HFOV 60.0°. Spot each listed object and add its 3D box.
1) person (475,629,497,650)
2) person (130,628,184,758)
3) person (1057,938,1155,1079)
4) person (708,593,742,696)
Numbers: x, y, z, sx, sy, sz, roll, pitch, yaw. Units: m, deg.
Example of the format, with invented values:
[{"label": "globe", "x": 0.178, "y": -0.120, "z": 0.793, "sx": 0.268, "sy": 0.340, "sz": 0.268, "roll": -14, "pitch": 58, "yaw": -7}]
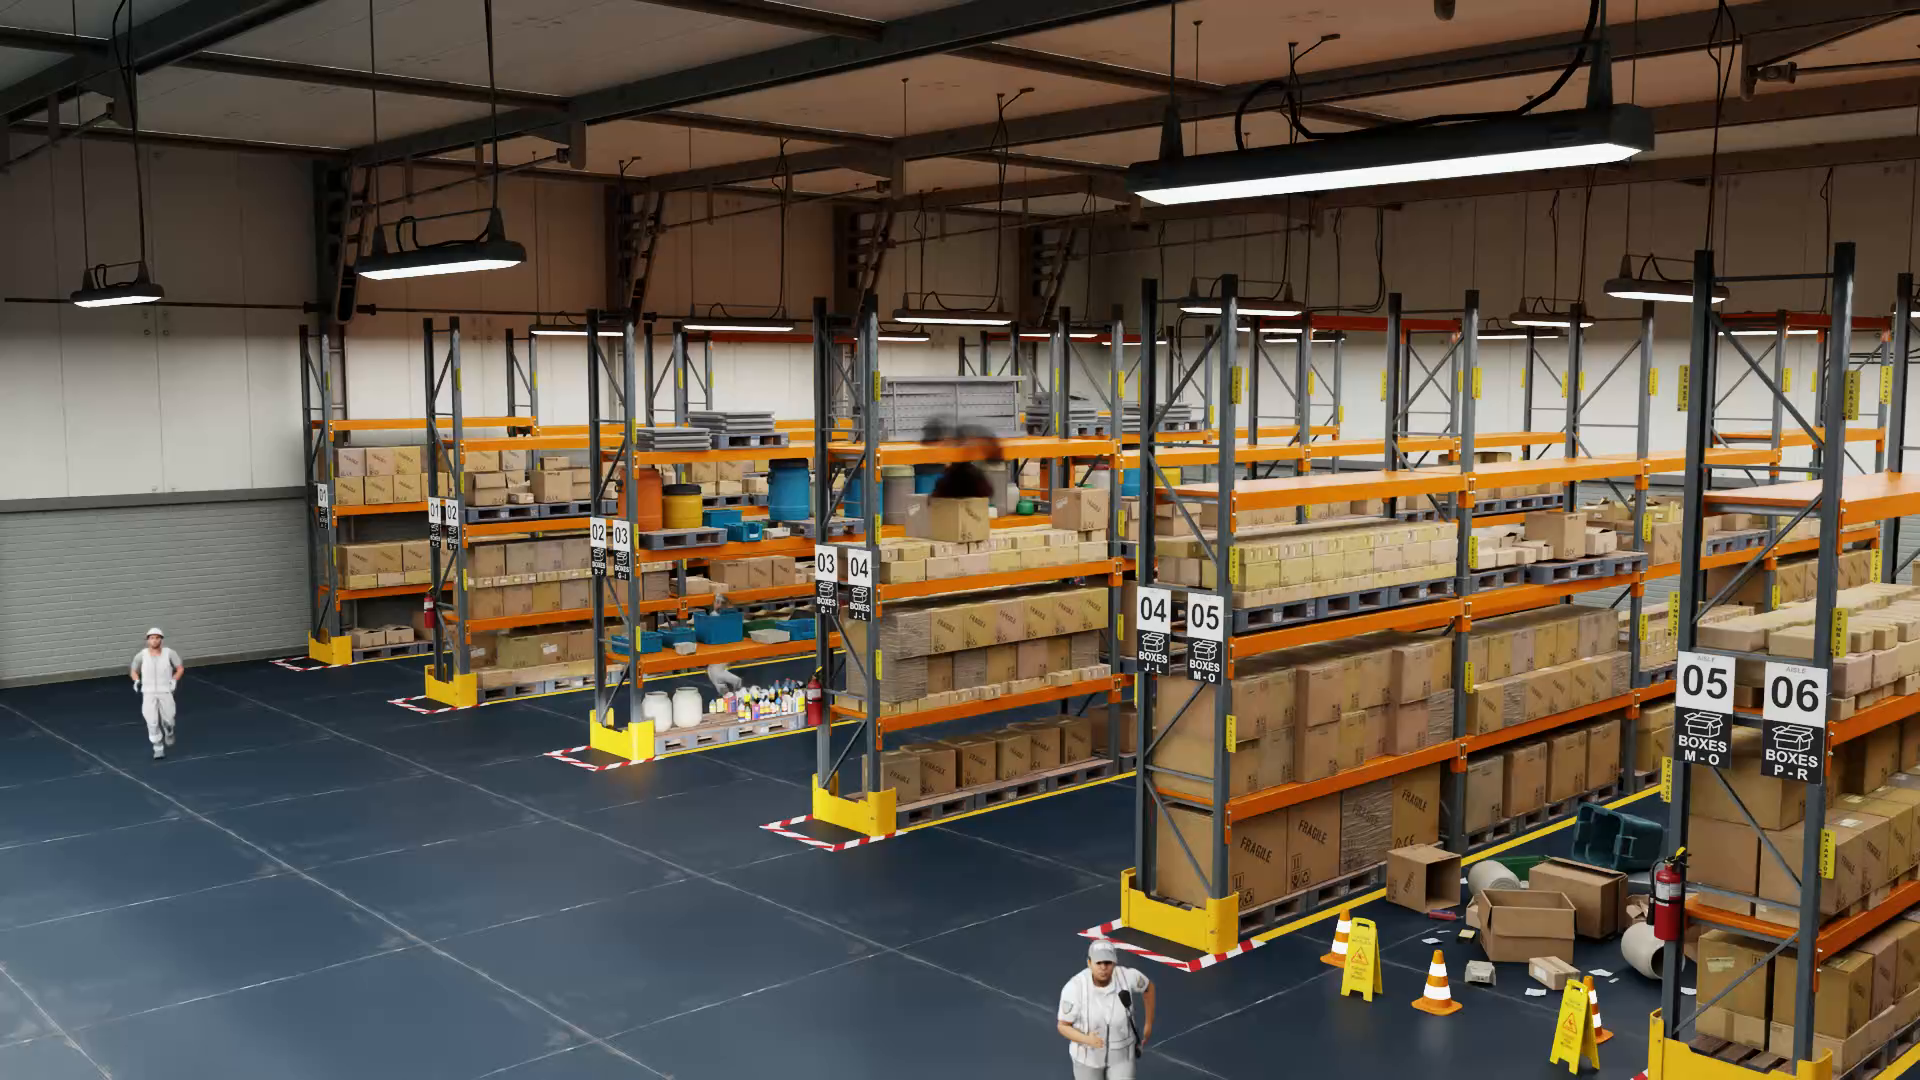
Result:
[{"label": "person", "x": -8.147, "y": 1.473, "z": 28.657, "sx": 0.539, "sy": 1.598, "sz": 0.871, "roll": 3, "pitch": 6, "yaw": 25}, {"label": "person", "x": -10.788, "y": 2.044, "z": 22.356, "sx": 0.653, "sy": 1.737, "sz": 0.621, "roll": -2, "pitch": 6, "yaw": -21}, {"label": "person", "x": 0.931, "y": 3.288, "z": 10.503, "sx": 0.640, "sy": 1.617, "sz": 0.736, "roll": 0, "pitch": 6, "yaw": -1}, {"label": "person", "x": -3.763, "y": 1.691, "z": 25.911, "sx": 0.674, "sy": 1.745, "sz": 0.581, "roll": 5, "pitch": 7, "yaw": 39}]
